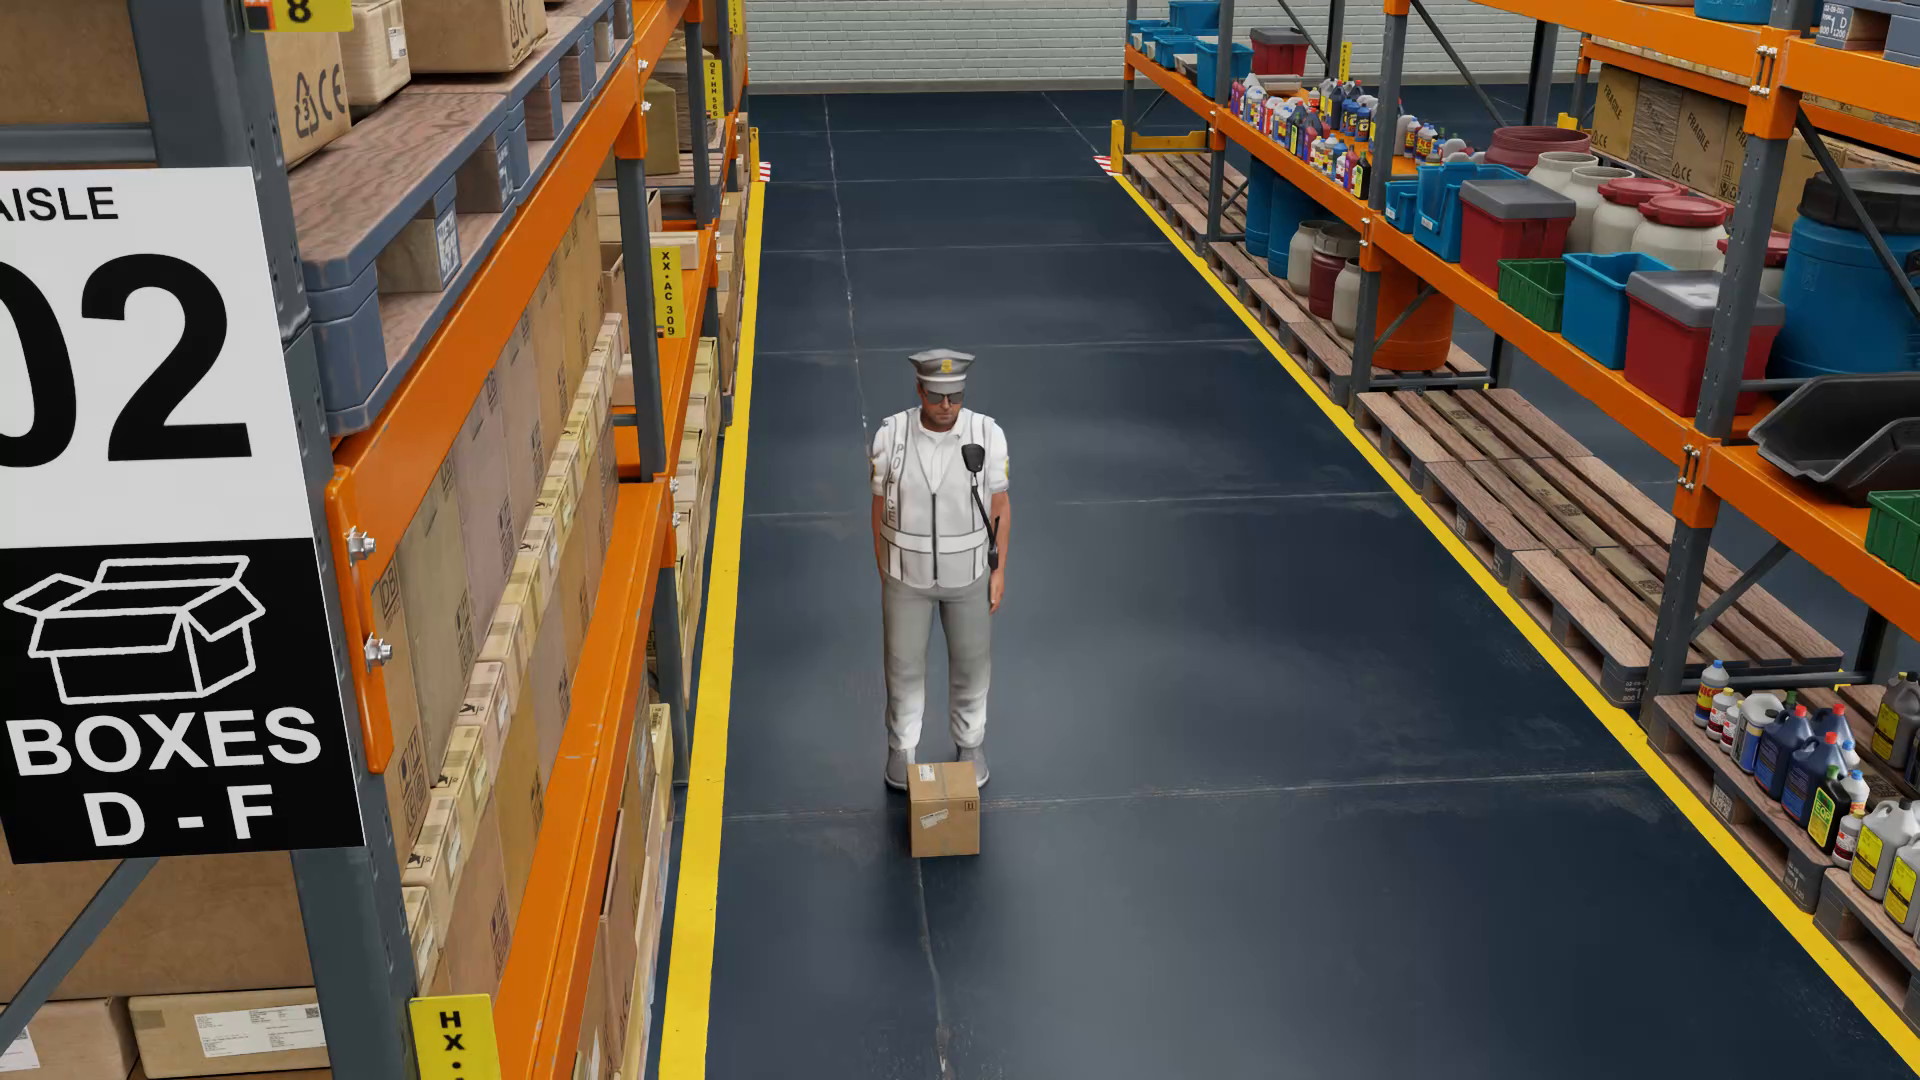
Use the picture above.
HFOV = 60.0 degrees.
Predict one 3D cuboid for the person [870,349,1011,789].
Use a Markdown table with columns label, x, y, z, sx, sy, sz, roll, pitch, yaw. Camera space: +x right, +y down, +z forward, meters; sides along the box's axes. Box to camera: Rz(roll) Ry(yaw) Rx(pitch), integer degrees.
| label | x | y | z | sx | sy | sz | roll | pitch | yaw |
| --- | --- | --- | --- | --- | --- | --- | --- | --- | --- |
| person | -0.071 | 0.122 | 6.326 | 0.527 | 1.748 | 0.393 | 0 | 24 | -1 |
